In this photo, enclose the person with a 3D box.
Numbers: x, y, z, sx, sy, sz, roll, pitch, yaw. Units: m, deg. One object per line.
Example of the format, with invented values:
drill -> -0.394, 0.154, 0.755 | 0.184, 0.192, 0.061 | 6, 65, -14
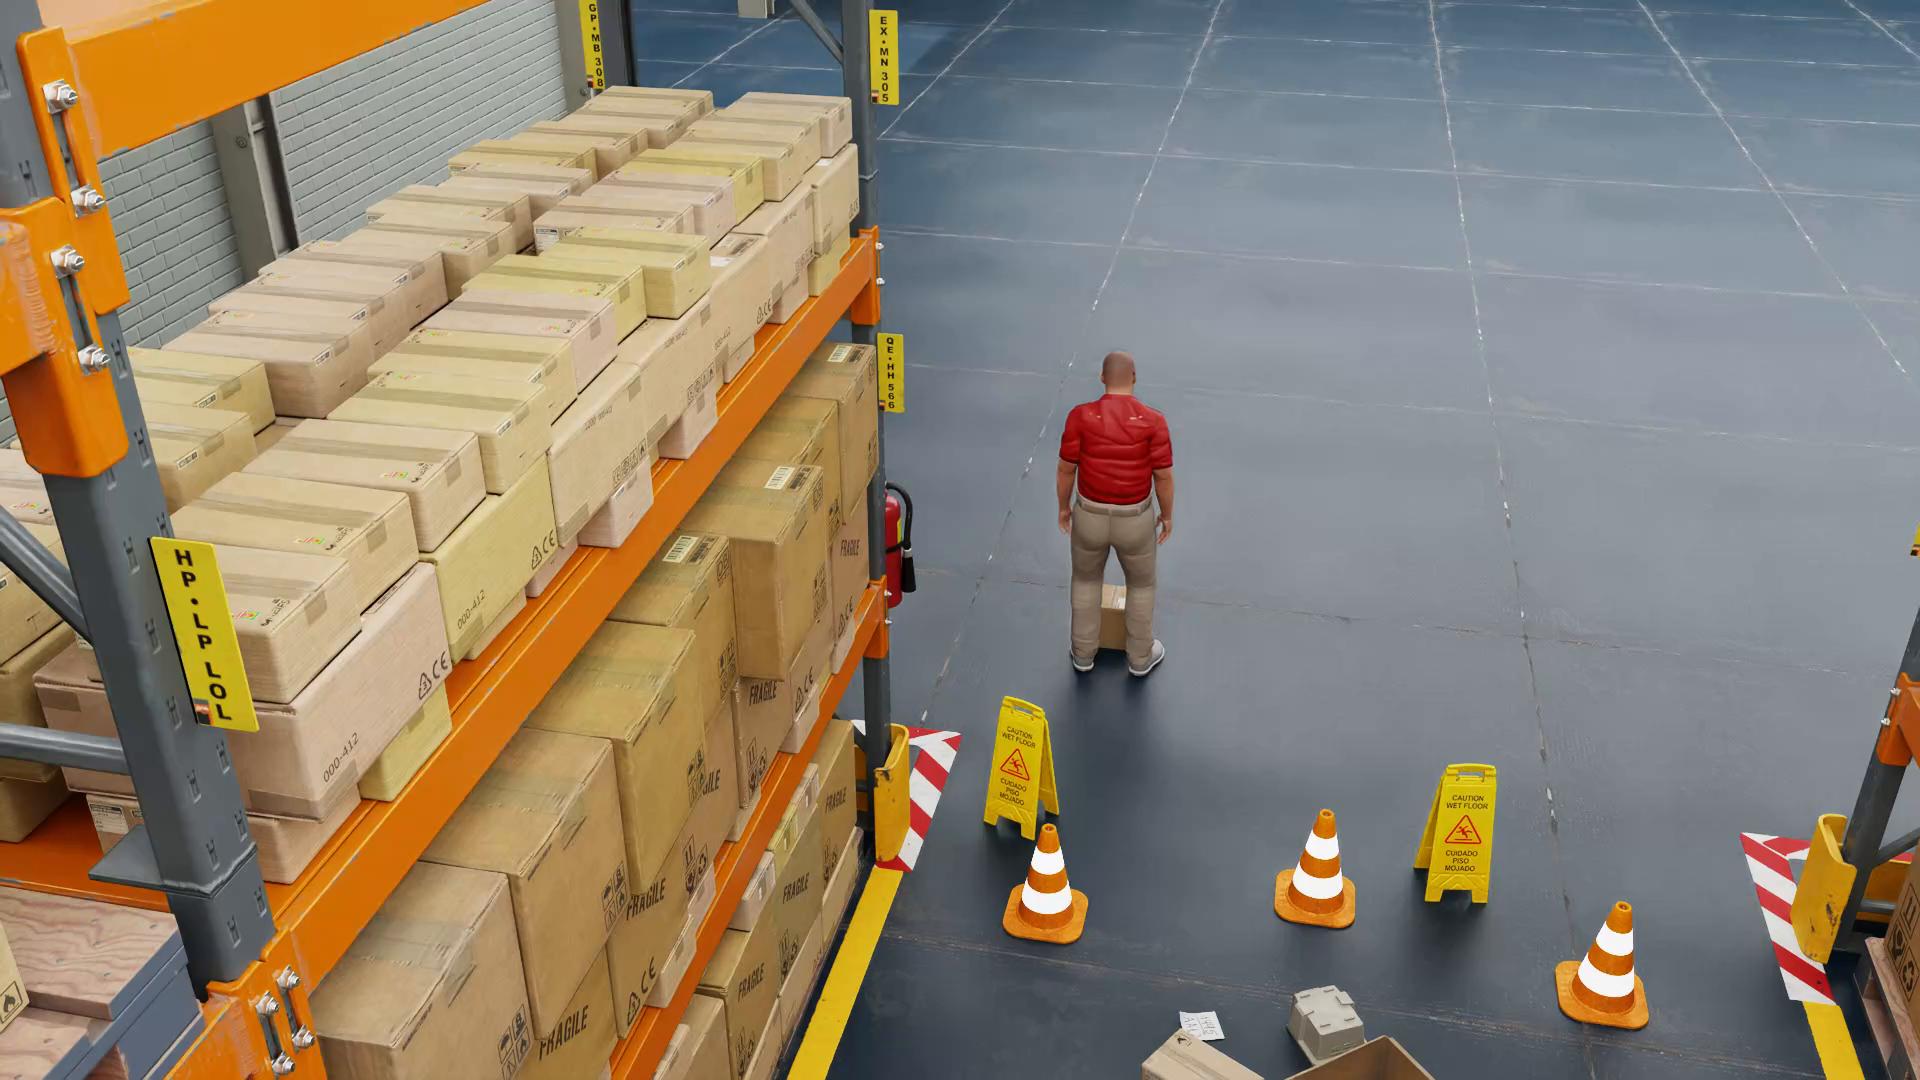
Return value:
person -> 0.775, -0.118, 8.354 | 0.585, 1.727, 0.390 | 6, 29, 11
